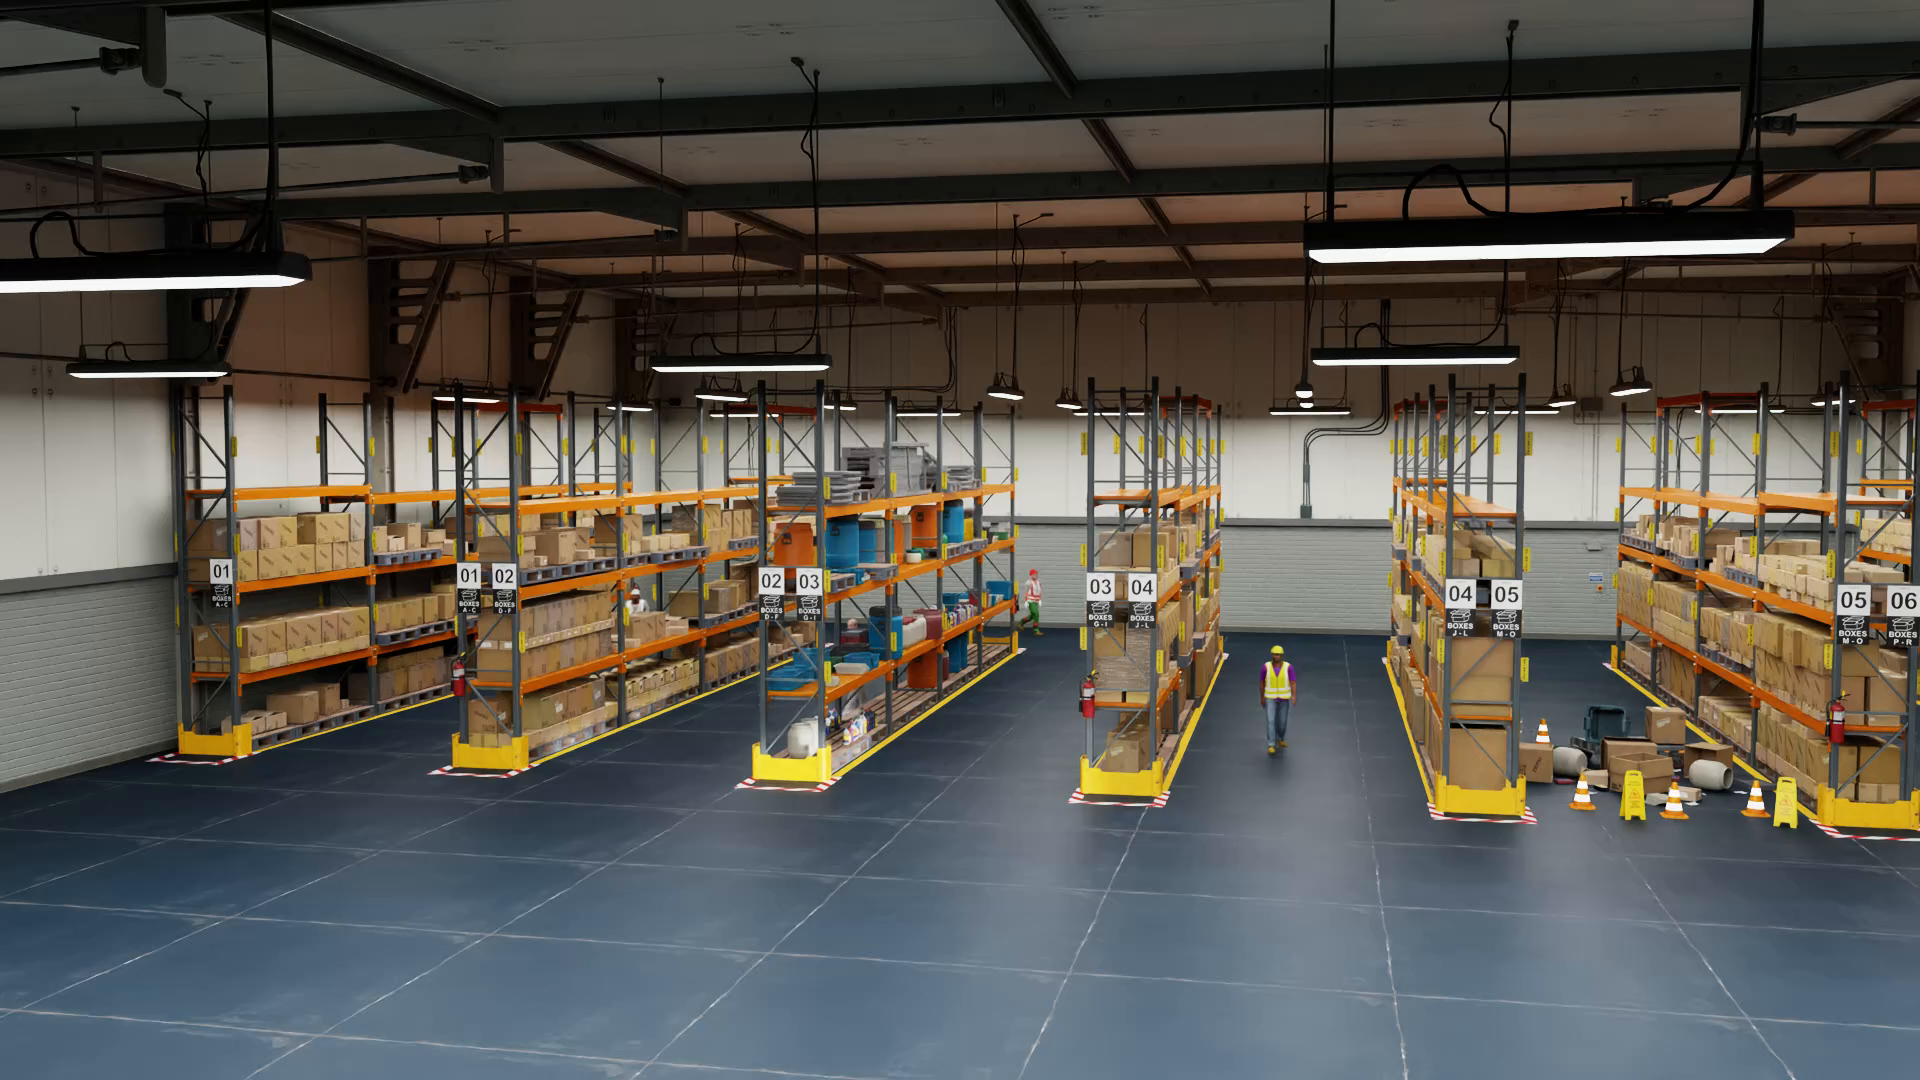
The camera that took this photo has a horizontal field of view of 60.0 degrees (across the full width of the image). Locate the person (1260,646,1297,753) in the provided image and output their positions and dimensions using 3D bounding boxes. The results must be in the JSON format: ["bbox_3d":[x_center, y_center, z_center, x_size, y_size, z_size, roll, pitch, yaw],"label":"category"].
[{"bbox_3d":[5.214,2.600,27.239,0.594,1.729,0.972,1,3,10],"label":"person"}]

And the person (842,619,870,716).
[{"bbox_3d":[-2.007,2.366,31.131,0.913,1.755,0.647,-2,4,-35],"label":"person"}]

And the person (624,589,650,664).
[{"bbox_3d":[-7.455,1.988,38.317,0.658,1.757,0.636,0,3,-2],"label":"person"}]

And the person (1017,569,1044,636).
[{"bbox_3d":[1.888,1.648,44.223,0.933,1.758,0.518,2,4,33],"label":"person"}]
